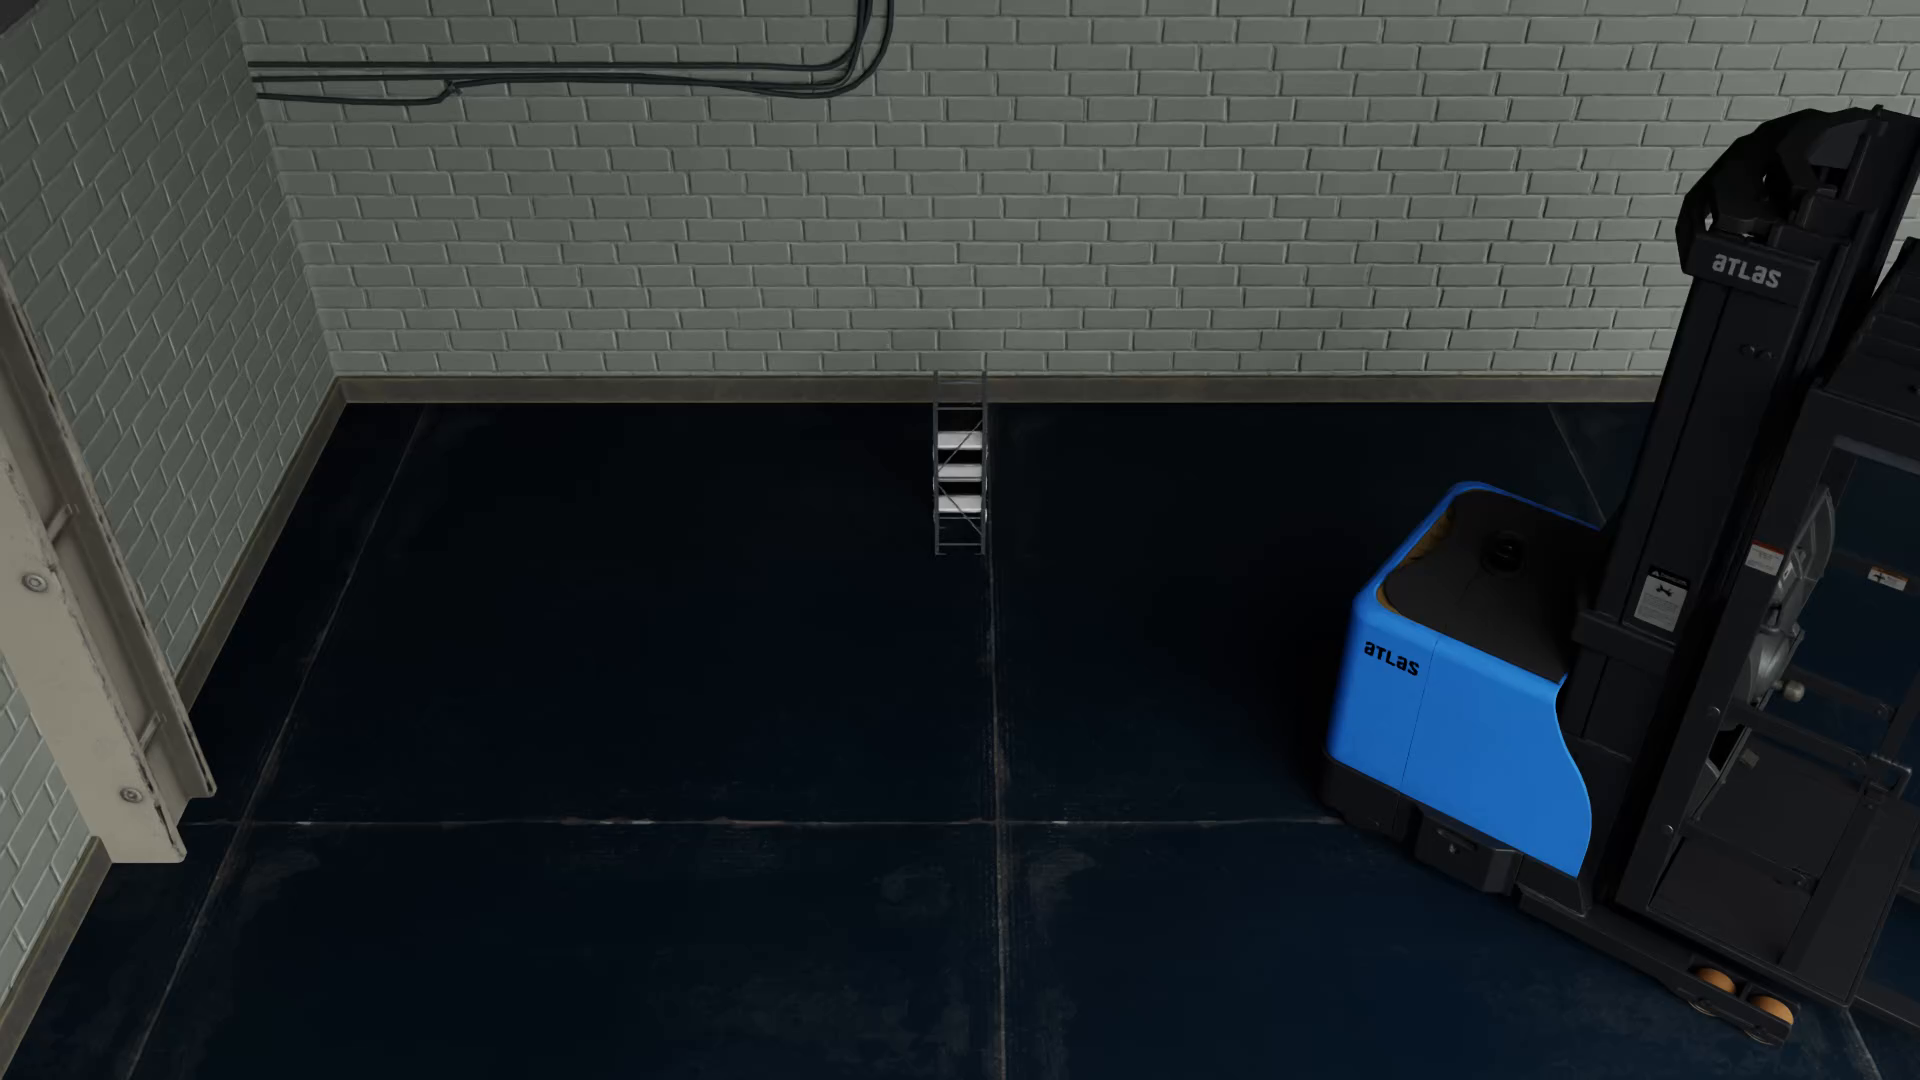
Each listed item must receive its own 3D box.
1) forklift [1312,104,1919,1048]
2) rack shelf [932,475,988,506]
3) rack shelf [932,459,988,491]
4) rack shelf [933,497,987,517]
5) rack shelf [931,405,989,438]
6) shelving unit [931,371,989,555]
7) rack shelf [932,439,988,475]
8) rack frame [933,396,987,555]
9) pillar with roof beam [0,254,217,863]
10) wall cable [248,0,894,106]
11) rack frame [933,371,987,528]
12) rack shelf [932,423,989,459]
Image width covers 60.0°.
[{"bbox_3d":[2.887,0.233,5.361,3.031,2.935,1.130,25,45,28],"label":"forklift"},{"bbox_3d":[0.000,-0.250,7.785,0.258,0.077,0.200,0,39,0],"label":"rack shelf"},{"bbox_3d":[0.000,-0.320,7.729,0.258,0.077,0.200,0,39,0],"label":"rack shelf"},{"bbox_3d":[0.000,-0.180,7.841,0.258,0.077,0.200,0,39,0],"label":"rack shelf"},{"bbox_3d":[0.000,-0.531,7.560,0.258,0.077,0.200,0,39,0],"label":"rack shelf"},{"bbox_3d":[0.000,-0.346,7.708,0.258,0.900,0.210,0,39,0],"label":"shelving unit"},{"bbox_3d":[0.000,-0.390,7.672,0.258,0.077,0.200,0,39,0],"label":"rack shelf"},{"bbox_3d":[0.000,-0.282,7.628,0.240,0.900,0.006,0,39,0],"label":"rack frame"},{"bbox_3d":[1.140,-2.391,3.783,9.100,9.000,0.400,0,39,0],"label":"pillar with roof beam"},{"bbox_3d":[-1.846,-3.019,7.050,3.097,2.526,0.112,0,39,0],"label":"wall cable"},{"bbox_3d":[0.000,-0.410,7.787,0.240,0.900,0.006,0,39,0],"label":"rack frame"},{"bbox_3d":[0.000,-0.461,7.616,0.258,0.077,0.200,0,39,0],"label":"rack shelf"}]
